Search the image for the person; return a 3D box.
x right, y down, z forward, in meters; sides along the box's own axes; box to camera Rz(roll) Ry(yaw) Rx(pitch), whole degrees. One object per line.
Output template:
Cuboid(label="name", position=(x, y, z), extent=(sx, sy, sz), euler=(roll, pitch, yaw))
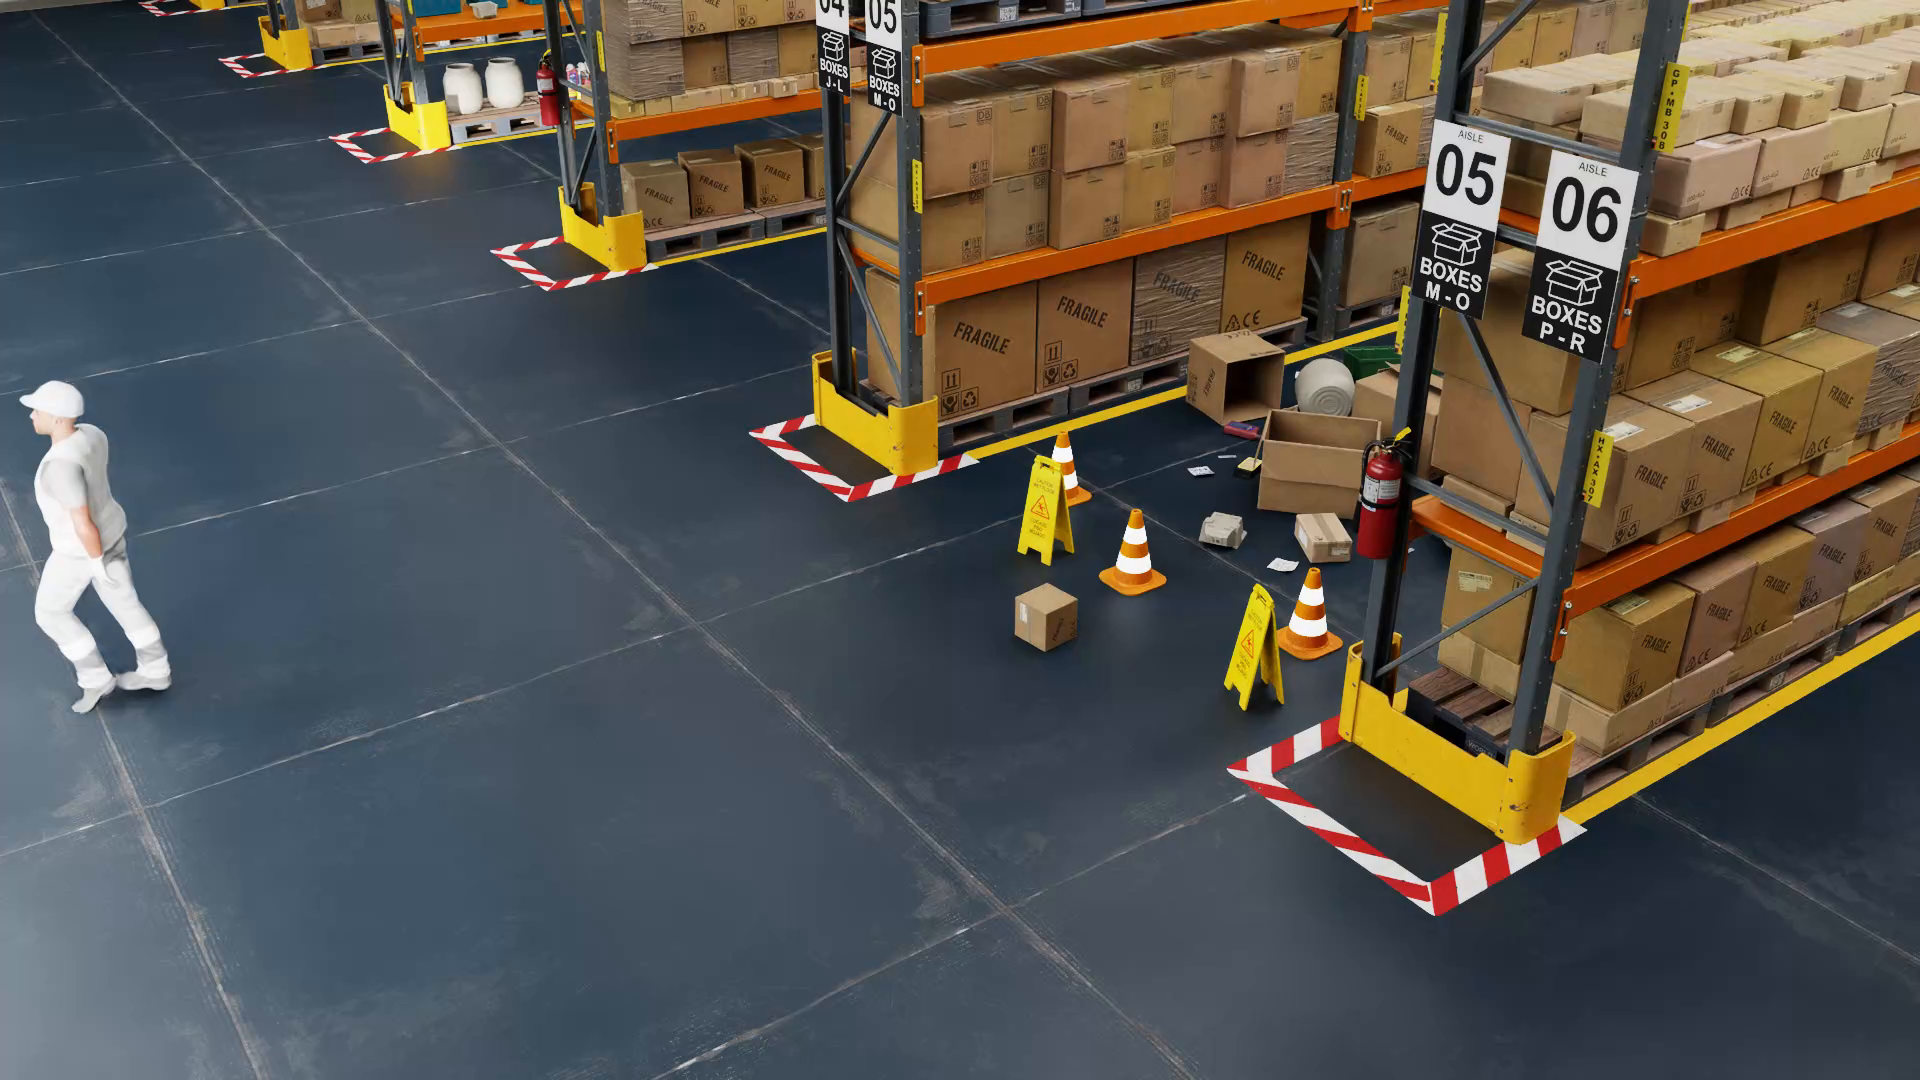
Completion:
Cuboid(label="person", position=(-4.494, 0.042, 8.531), extent=(0.516, 1.831, 0.523), euler=(-1, 28, -1))
